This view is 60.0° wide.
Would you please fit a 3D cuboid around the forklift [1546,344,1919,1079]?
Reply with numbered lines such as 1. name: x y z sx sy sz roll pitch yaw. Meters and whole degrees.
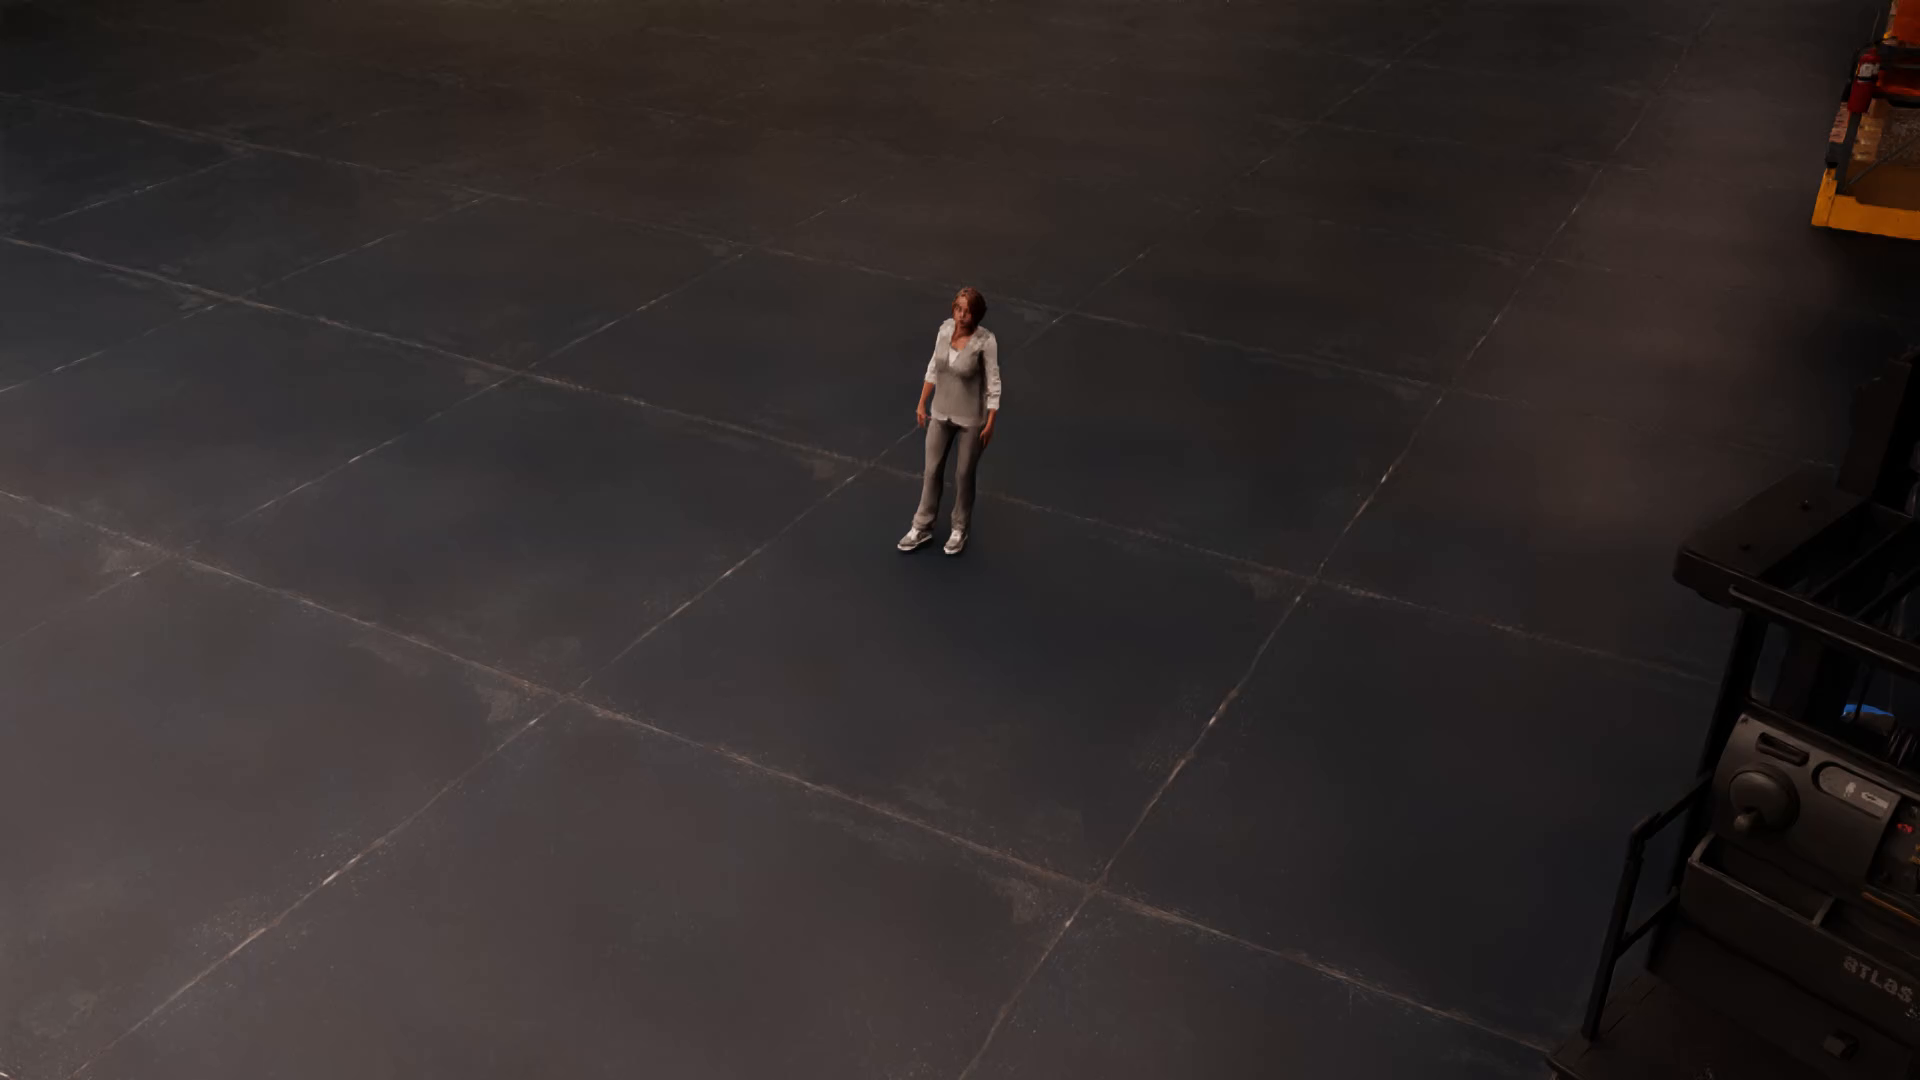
1. forklift: 2.839 0.963 5.402 3.031 2.935 1.130 -24 37 -35

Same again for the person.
1. person: -0.048 -0.669 9.550 0.521 1.597 0.474 15 33 25
